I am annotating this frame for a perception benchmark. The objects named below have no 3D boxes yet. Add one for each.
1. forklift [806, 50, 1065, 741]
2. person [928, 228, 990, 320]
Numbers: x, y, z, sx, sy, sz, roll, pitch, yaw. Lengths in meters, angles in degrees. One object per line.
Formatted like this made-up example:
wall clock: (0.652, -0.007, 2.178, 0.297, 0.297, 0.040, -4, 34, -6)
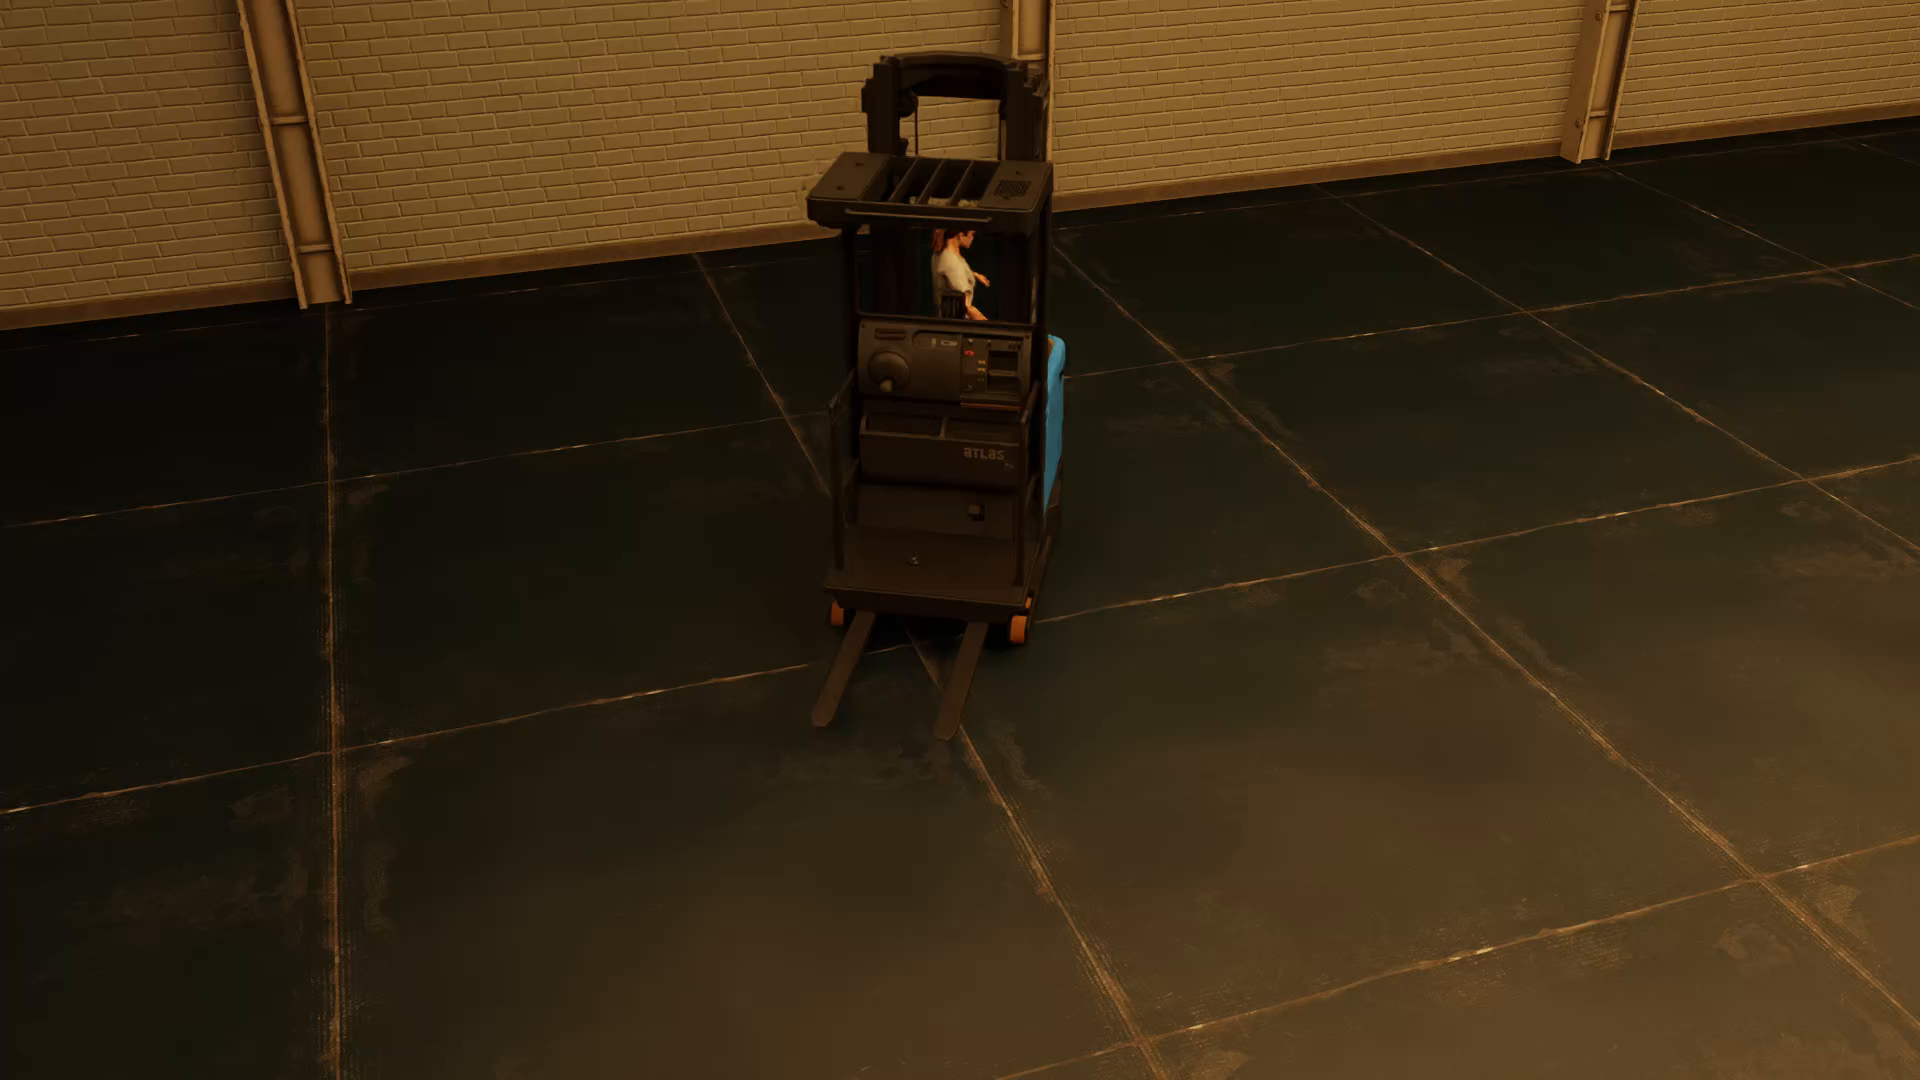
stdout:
forklift: (-0.119, -0.896, 8.645, 1.130, 2.935, 3.031, 5, 30, 9)
person: (0.060, -1.479, 11.131, 0.894, 1.531, 0.925, -6, 31, -11)
